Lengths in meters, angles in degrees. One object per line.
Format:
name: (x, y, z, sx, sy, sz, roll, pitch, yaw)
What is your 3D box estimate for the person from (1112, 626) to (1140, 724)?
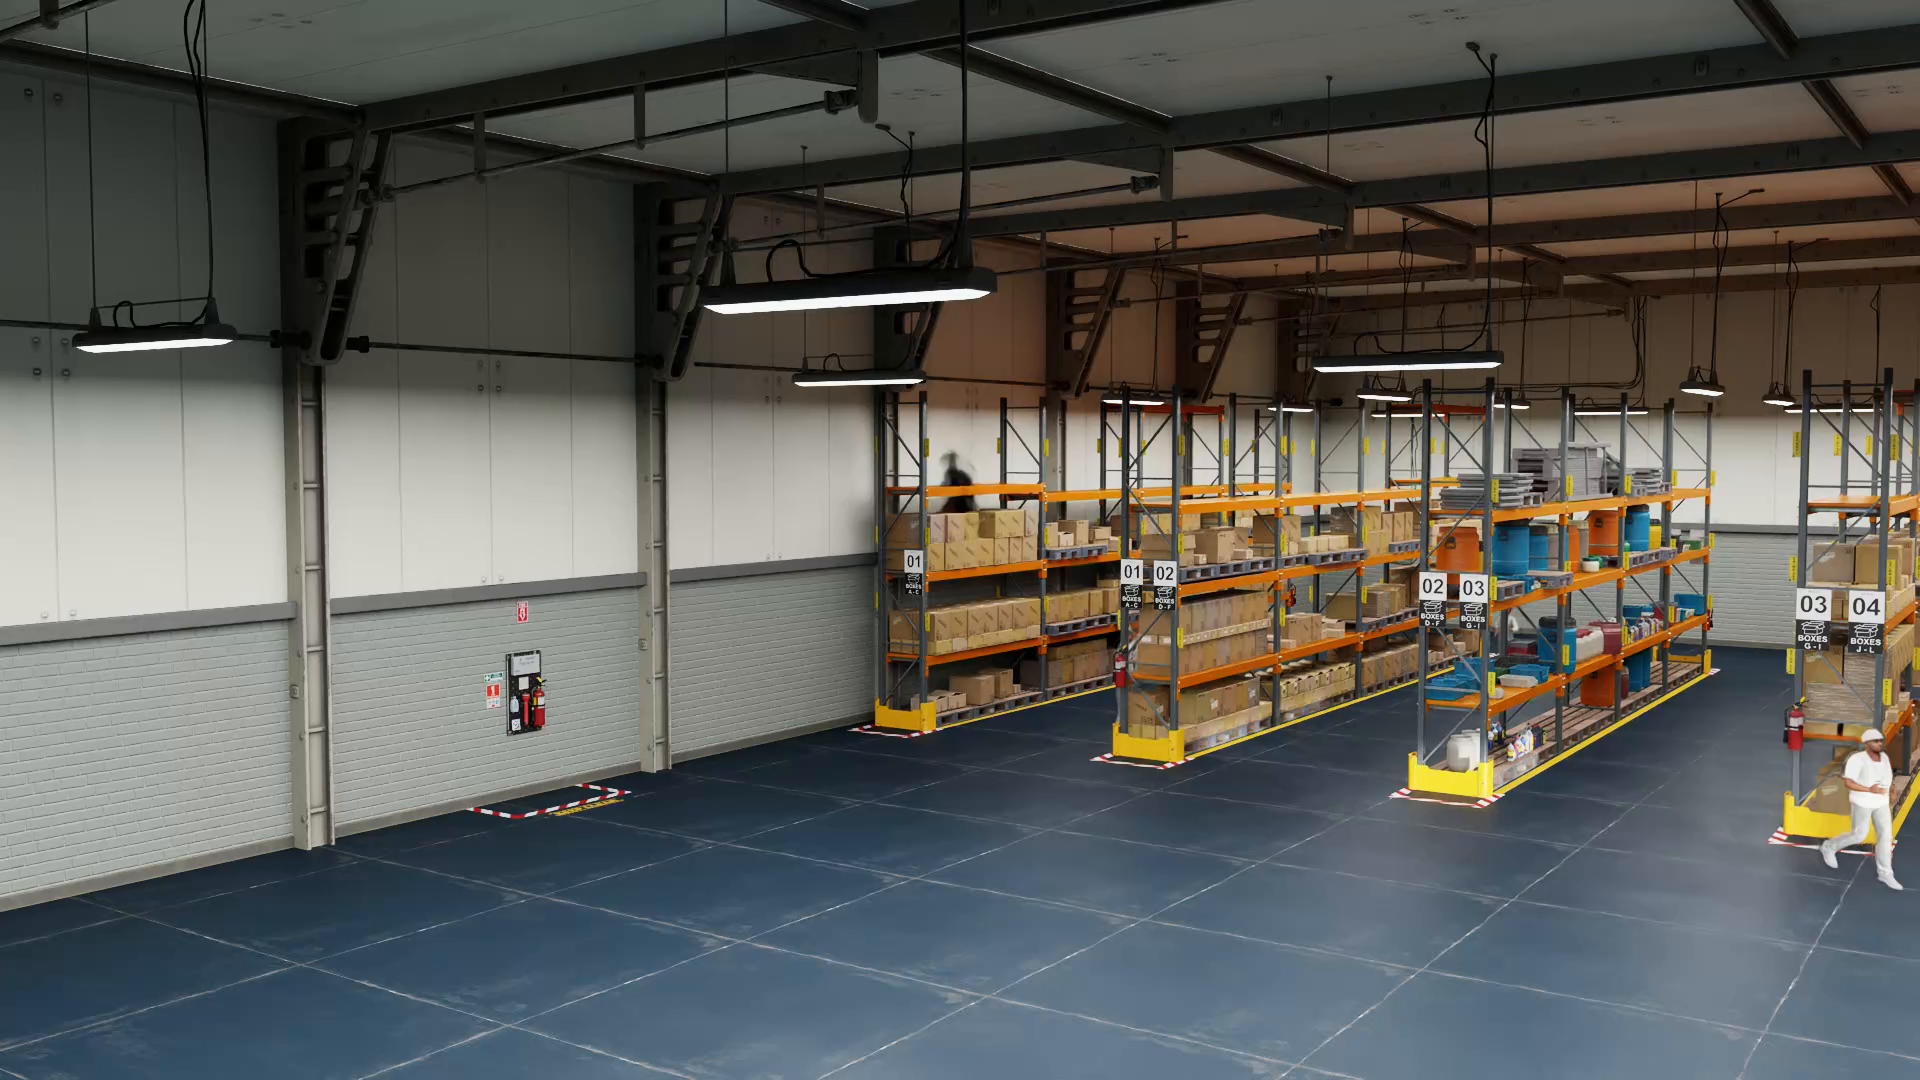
person: (3.068, 2.437, 30.255, 0.673, 1.744, 0.923, 2, 4, 30)

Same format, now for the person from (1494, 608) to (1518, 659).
person: (11.826, 2.187, 36.047, 0.539, 1.583, 0.893, 2, 4, 28)

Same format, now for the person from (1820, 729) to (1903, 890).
person: (10.467, 3.053, 19.200, 0.711, 1.776, 0.979, -1, 3, -16)
